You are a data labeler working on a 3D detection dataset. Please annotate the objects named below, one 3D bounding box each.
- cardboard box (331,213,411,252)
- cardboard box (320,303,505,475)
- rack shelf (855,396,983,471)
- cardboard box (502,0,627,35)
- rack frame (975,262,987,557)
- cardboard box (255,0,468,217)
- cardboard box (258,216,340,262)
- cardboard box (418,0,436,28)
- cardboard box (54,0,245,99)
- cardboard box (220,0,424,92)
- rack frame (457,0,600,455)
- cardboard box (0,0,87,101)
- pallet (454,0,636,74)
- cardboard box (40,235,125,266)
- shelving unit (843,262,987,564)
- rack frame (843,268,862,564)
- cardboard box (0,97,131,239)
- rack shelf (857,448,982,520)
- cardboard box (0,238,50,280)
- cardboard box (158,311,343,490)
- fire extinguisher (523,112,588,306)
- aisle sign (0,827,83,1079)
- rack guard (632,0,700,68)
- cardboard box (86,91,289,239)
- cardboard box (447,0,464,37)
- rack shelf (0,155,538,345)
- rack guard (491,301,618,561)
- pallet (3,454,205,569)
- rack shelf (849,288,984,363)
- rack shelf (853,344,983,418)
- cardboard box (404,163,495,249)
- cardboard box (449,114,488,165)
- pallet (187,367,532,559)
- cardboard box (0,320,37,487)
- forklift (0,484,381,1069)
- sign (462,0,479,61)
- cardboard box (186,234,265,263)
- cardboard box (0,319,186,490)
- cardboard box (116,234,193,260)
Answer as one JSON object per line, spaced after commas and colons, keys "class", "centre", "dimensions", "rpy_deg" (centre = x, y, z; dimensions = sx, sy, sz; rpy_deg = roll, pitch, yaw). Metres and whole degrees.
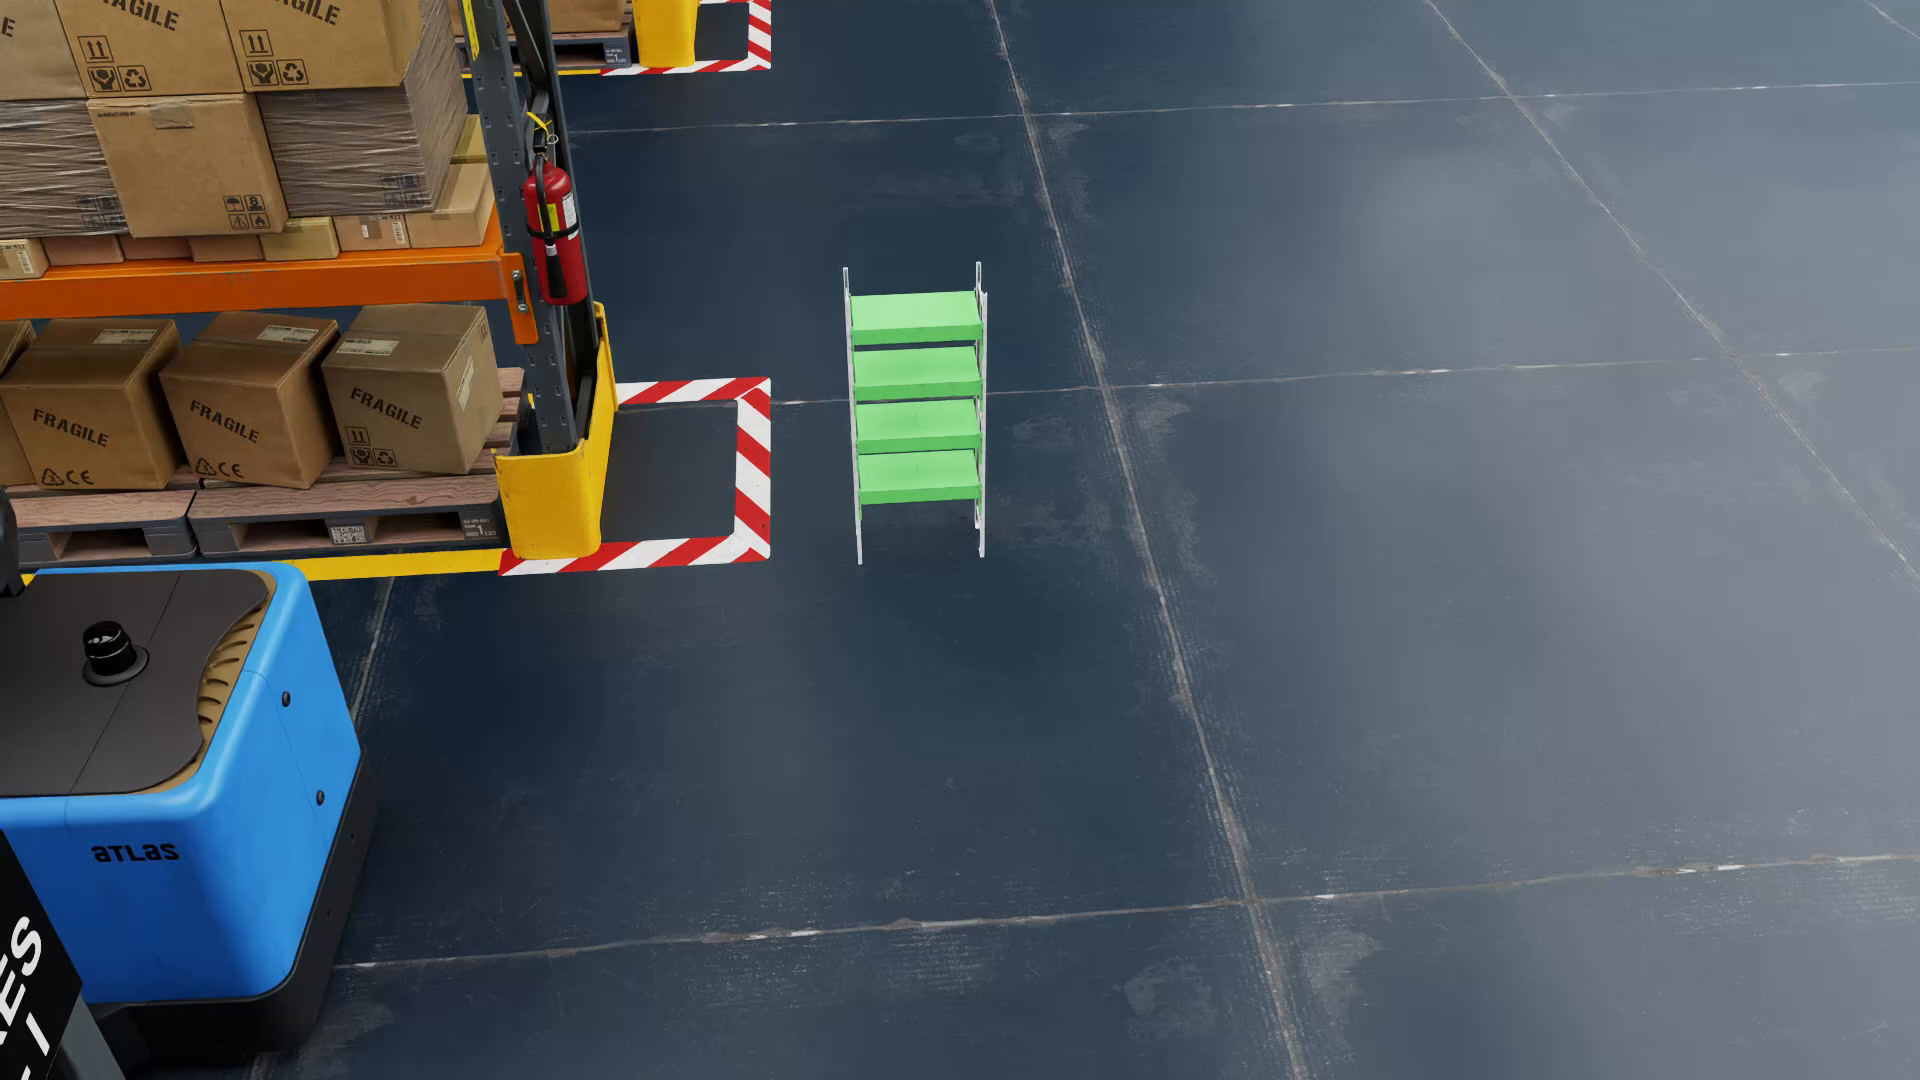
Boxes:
{"class": "cardboard box", "centre": [-2.112, -1.212, 6.067], "dimensions": [0.250, 0.149, 0.380], "rpy_deg": [-3, 38, -4]}
{"class": "cardboard box", "centre": [-2.221, -0.626, 6.801], "dimensions": [0.500, 0.500, 0.500], "rpy_deg": [4, 38, 4]}
{"class": "rack shelf", "centre": [-0.165, -0.412, 6.406], "dimensions": [0.480, 0.148, 0.258], "rpy_deg": [-3, 38, -4]}
{"class": "cardboard box", "centre": [-2.606, -3.785, 10.502], "dimensions": [0.875, 0.875, 0.875], "rpy_deg": [-3, 38, -4]}
{"class": "rack frame", "centre": [0.078, -0.475, 6.384], "dimensions": [0.015, 1.200, 0.240], "rpy_deg": [-3, 38, -4]}
{"class": "cardboard box", "centre": [-2.148, -1.609, 6.047], "dimensions": [0.500, 0.500, 0.875], "rpy_deg": [-3, 38, -4]}
{"class": "cardboard box", "centre": [-2.357, -1.166, 6.009], "dimensions": [0.250, 0.149, 0.380], "rpy_deg": [-3, 38, -4]}
{"class": "cardboard box", "centre": [-2.170, -2.153, 5.929], "dimensions": [0.500, 0.500, 0.500], "rpy_deg": [-3, 38, -4]}
{"class": "cardboard box", "centre": [-2.621, -1.802, 5.484], "dimensions": [0.500, 0.500, 0.500], "rpy_deg": [-3, 38, -4]}
{"class": "cardboard box", "centre": [-2.124, -1.833, 5.523], "dimensions": [0.500, 0.500, 0.500], "rpy_deg": [-3, 38, -4]}
{"class": "rack frame", "centre": [-1.598, -1.467, 6.187], "dimensions": [0.127, 3.000, 1.000], "rpy_deg": [-3, 38, -4]}
{"class": "cardboard box", "centre": [-3.119, -1.776, 5.451], "dimensions": [0.500, 0.500, 0.500], "rpy_deg": [-3, 38, -4]}
{"class": "pallet", "centre": [-2.726, -3.346, 10.820], "dimensions": [1.213, 0.211, 1.003], "rpy_deg": [-3, 38, -4]}
{"class": "cardboard box", "centre": [-3.107, -1.146, 5.984], "dimensions": [0.250, 0.149, 0.380], "rpy_deg": [-3, 38, -4]}
{"class": "shelving unit", "centre": [-0.165, -0.462, 6.367], "dimensions": [0.503, 1.200, 0.258], "rpy_deg": [-3, 38, -4]}
{"class": "rack frame", "centre": [-0.408, -0.449, 6.350], "dimensions": [0.015, 1.200, 0.240], "rpy_deg": [-3, 38, -4]}
{"class": "cardboard box", "centre": [-3.137, -1.507, 5.918], "dimensions": [0.500, 0.500, 0.875], "rpy_deg": [-3, 38, -4]}
{"class": "rack shelf", "centre": [-0.165, -0.223, 6.555], "dimensions": [0.480, 0.148, 0.258], "rpy_deg": [-3, 38, -4]}
{"class": "cardboard box", "centre": [-3.348, -1.078, 5.897], "dimensions": [0.250, 0.149, 0.380], "rpy_deg": [-3, 38, -4]}
{"class": "cardboard box", "centre": [-2.814, -0.572, 6.733], "dimensions": [0.500, 0.500, 0.500], "rpy_deg": [6, 39, 8]}
{"class": "fire extinguisher", "centre": [-1.443, -1.158, 5.859], "dimensions": [0.183, 0.674, 0.296], "rpy_deg": [-3, 38, -4]}
{"class": "aisle sign", "centre": [-1.113, 0.384, 1.743], "dimensions": [0.004, 0.787, 0.394], "rpy_deg": [-3, 38, -4]}
{"class": "rack guard", "centre": [-1.912, -3.553, 10.849], "dimensions": [0.348, 0.500, 1.175], "rpy_deg": [-3, 38, -4]}
{"class": "cardboard box", "centre": [-2.635, -1.508, 5.919], "dimensions": [0.500, 0.500, 0.875], "rpy_deg": [-3, 38, -4]}
{"class": "cardboard box", "centre": [-3.482, -3.736, 10.439], "dimensions": [0.875, 0.875, 0.875], "rpy_deg": [-4, 38, -5]}
{"class": "rack shelf", "centre": [-3.590, -1.075, 6.271], "dimensions": [4.000, 0.370, 1.077], "rpy_deg": [-3, 38, -4]}
{"class": "rack guard", "centre": [-1.673, -0.481, 6.956], "dimensions": [0.348, 0.500, 1.175], "rpy_deg": [-3, 38, -4]}
{"class": "pallet", "centre": [-3.698, -0.280, 6.935], "dimensions": [1.213, 0.211, 1.003], "rpy_deg": [-3, 38, -4]}
{"class": "rack shelf", "centre": [-0.165, -0.789, 6.109], "dimensions": [0.480, 0.148, 0.258], "rpy_deg": [-3, 38, -4]}
{"class": "rack shelf", "centre": [-0.165, -0.600, 6.258], "dimensions": [0.480, 0.148, 0.258], "rpy_deg": [-3, 38, -4]}
{"class": "cardboard box", "centre": [-1.863, -1.225, 6.084], "dimensions": [0.250, 0.149, 0.380], "rpy_deg": [-3, 38, -4]}
{"class": "cardboard box", "centre": [-1.903, -1.500, 6.432], "dimensions": [0.250, 0.149, 0.380], "rpy_deg": [-3, 38, -4]}
{"class": "pallet", "centre": [-2.486, -0.345, 7.017], "dimensions": [1.213, 0.211, 1.003], "rpy_deg": [-3, 38, -4]}
{"class": "cardboard box", "centre": [-3.999, -0.547, 6.700], "dimensions": [0.500, 0.500, 0.500], "rpy_deg": [-6, 39, -8]}
{"class": "forklift", "centre": [-3.415, 0.093, 4.266], "dimensions": [3.031, 2.935, 1.130], "rpy_deg": [-2, 38, -2]}
{"class": "sign", "centre": [-1.568, -1.702, 5.295], "dimensions": [0.005, 0.325, 0.100], "rpy_deg": [-3, 38, -4]}
{"class": "cardboard box", "centre": [-2.607, -1.162, 6.004], "dimensions": [0.250, 0.149, 0.380], "rpy_deg": [-3, 38, -4]}
{"class": "cardboard box", "centre": [-3.439, -0.550, 6.704], "dimensions": [0.500, 0.500, 0.500], "rpy_deg": [0, 38, 0]}
{"class": "cardboard box", "centre": [-2.860, -1.174, 6.019], "dimensions": [0.250, 0.149, 0.380], "rpy_deg": [-3, 38, -4]}
